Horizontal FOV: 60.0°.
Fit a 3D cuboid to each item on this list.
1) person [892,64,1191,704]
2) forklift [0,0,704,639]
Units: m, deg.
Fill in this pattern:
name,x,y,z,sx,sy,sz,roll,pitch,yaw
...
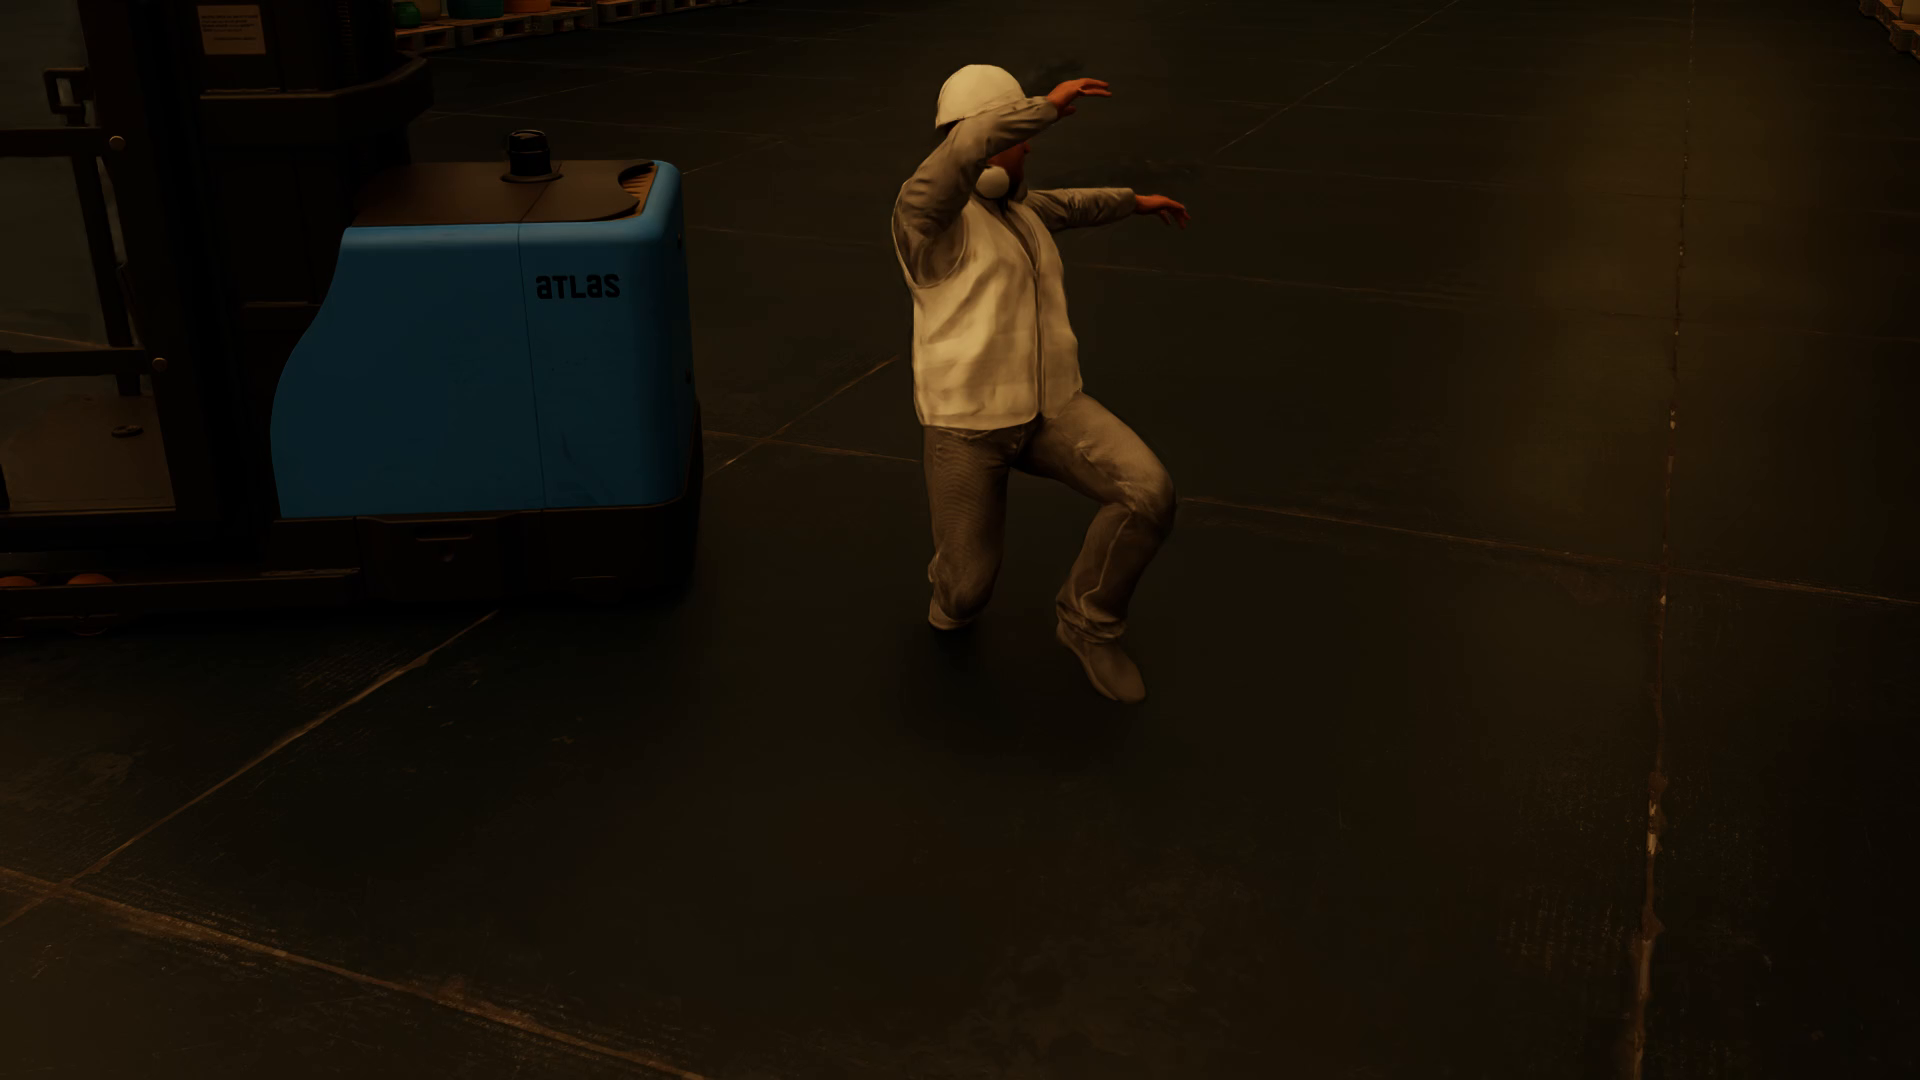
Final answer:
name,x,y,z,sx,sy,sz,roll,pitch,yaw
person,0.381,-0.419,4.223,1.042,1.494,0.896,-14,26,-30
forklift,-2.308,-1.300,4.403,3.031,2.935,1.130,-2,23,-5
